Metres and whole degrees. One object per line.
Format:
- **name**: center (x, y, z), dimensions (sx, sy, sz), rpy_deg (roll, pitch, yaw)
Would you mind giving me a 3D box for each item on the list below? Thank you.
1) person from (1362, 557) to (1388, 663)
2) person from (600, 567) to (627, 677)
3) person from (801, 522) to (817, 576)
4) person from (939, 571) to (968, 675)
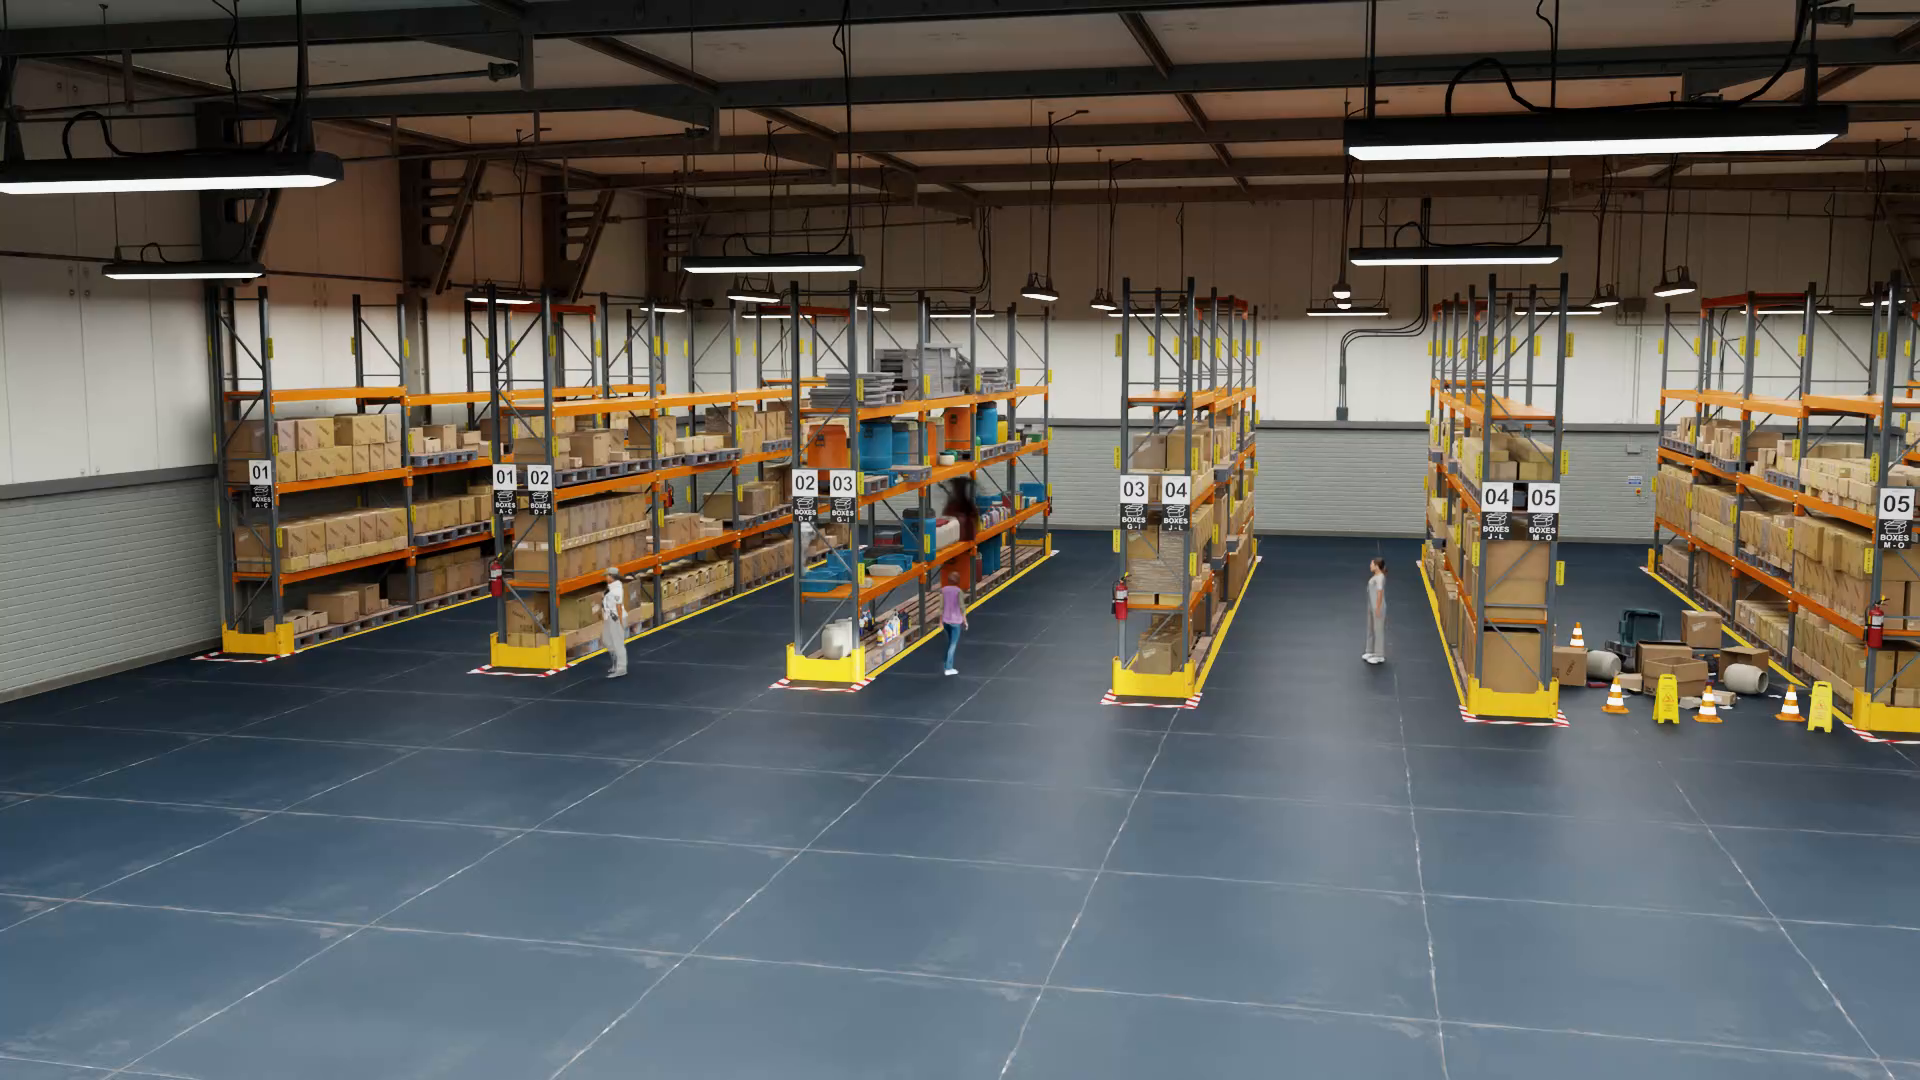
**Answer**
- **person**: center (6.663, 1.106, 26.671), dimensions (0.357, 1.677, 0.464), rpy_deg (-1, 7, -7)
- **person**: center (-5.325, 1.241, 25.555), dimensions (0.401, 1.683, 0.524), rpy_deg (-2, 7, -20)
- **person**: center (-3.187, -0.164, 34.713), dimensions (0.460, 1.785, 0.583), rpy_deg (2, 7, 13)
- **person**: center (-0.104, 1.292, 25.505), dimensions (0.412, 1.634, 0.445), rpy_deg (6, 9, 43)
